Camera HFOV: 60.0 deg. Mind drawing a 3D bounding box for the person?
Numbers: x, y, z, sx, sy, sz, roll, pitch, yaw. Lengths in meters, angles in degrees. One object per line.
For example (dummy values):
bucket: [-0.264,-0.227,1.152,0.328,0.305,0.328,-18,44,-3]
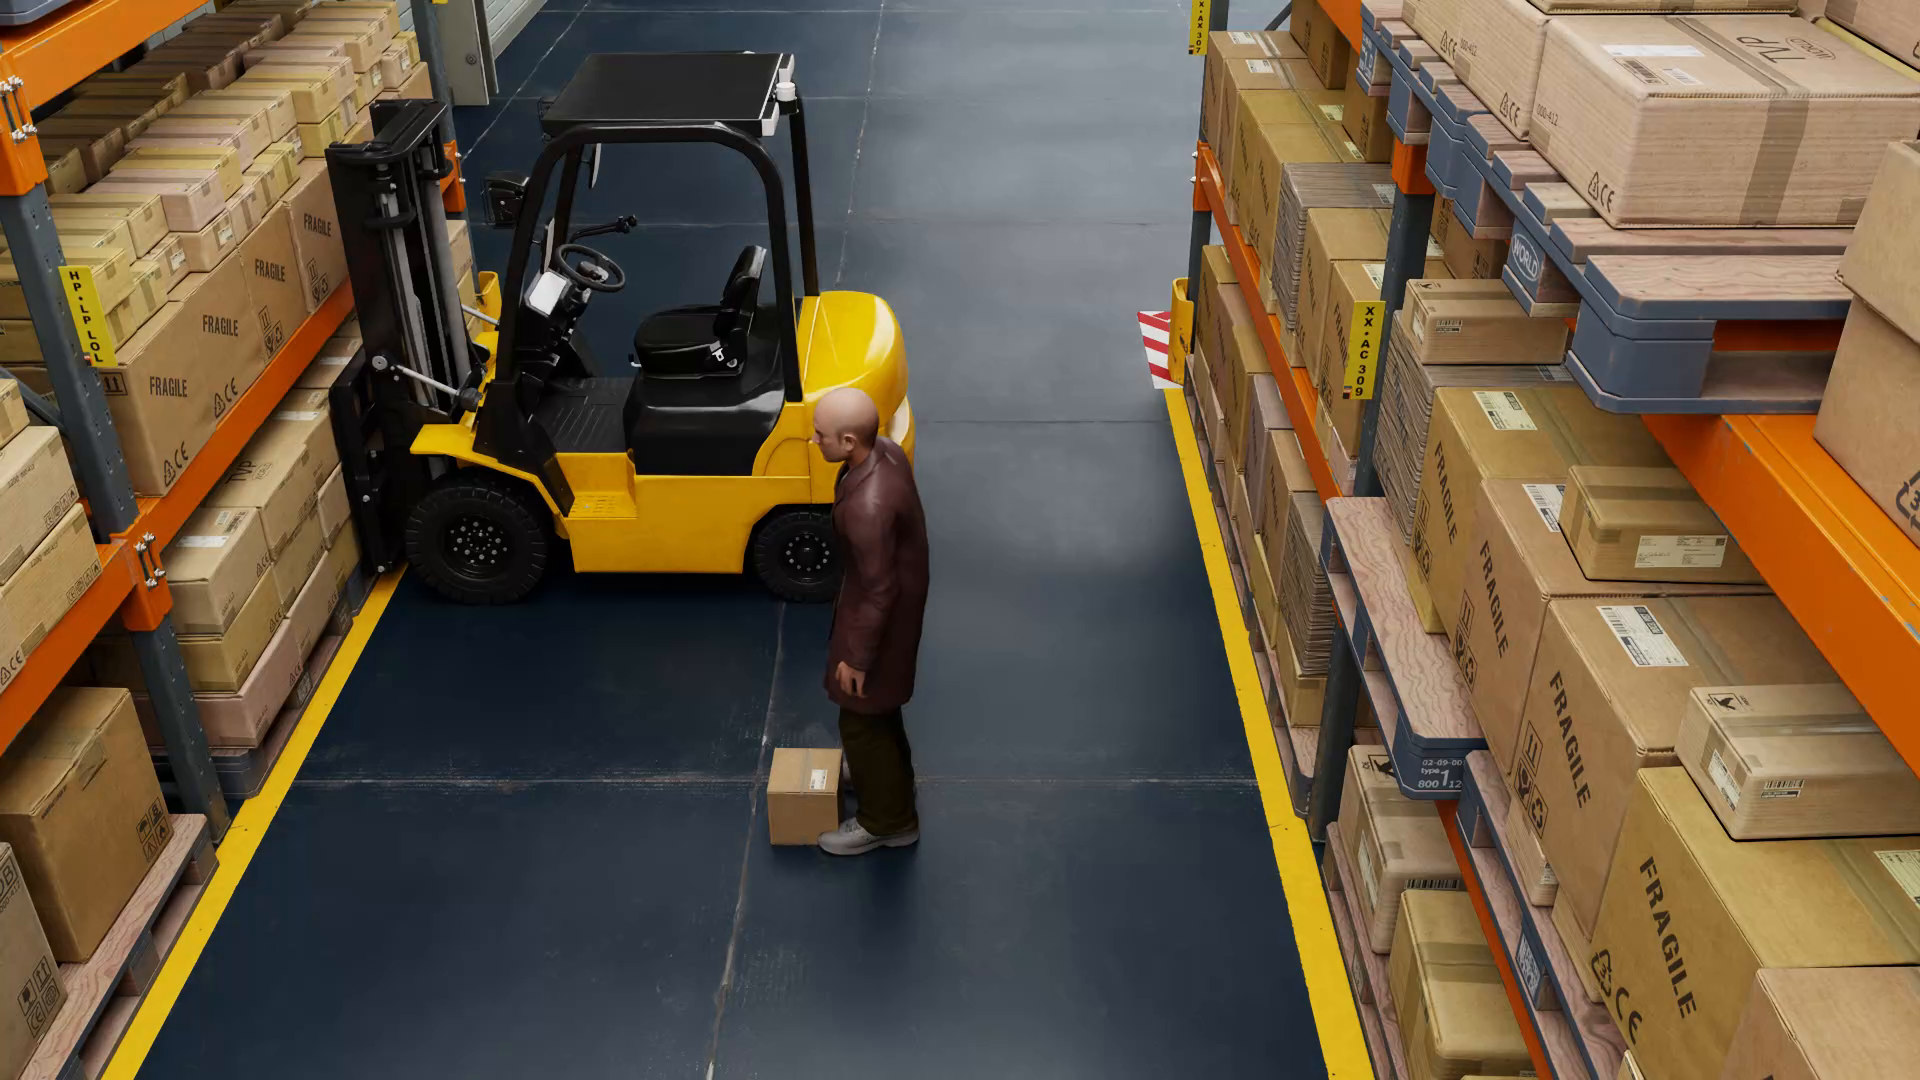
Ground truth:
person: [-0.313,0.277,5.690,0.426,1.774,0.644,0,31,0]
